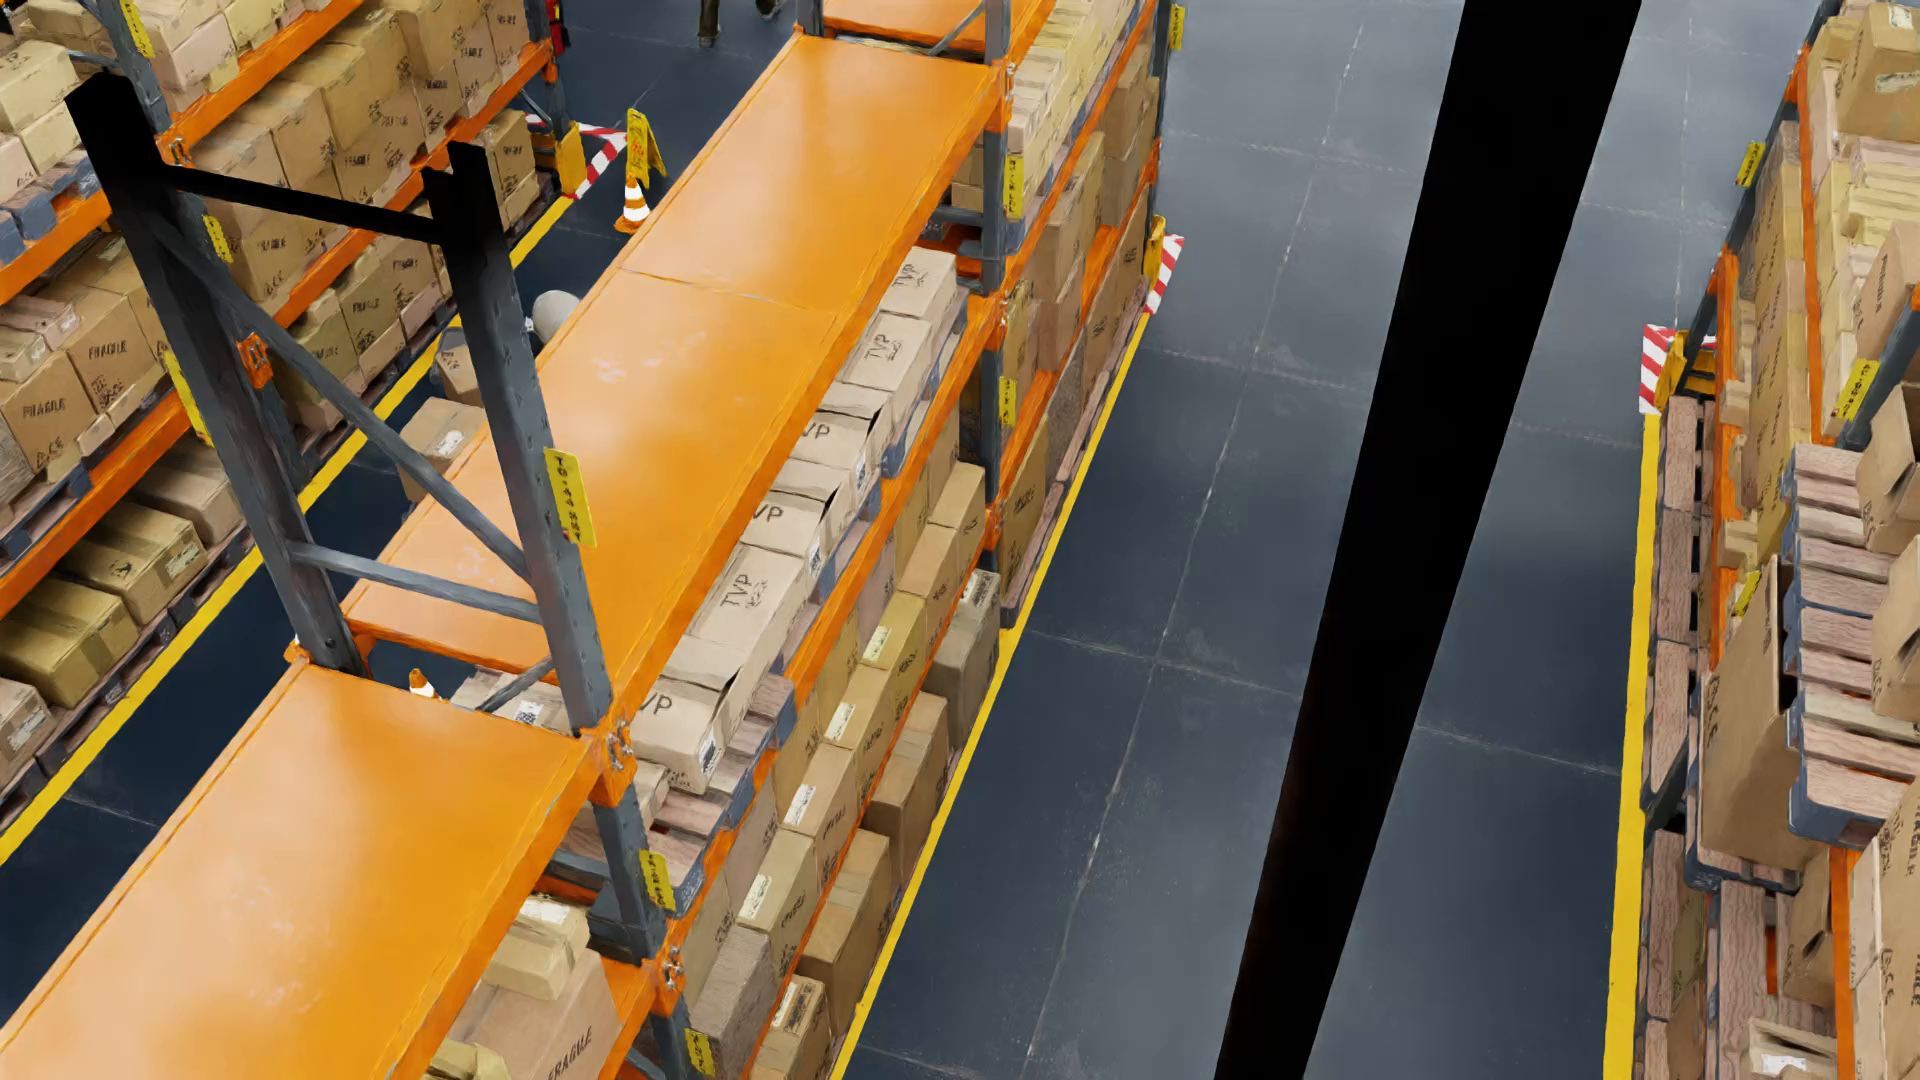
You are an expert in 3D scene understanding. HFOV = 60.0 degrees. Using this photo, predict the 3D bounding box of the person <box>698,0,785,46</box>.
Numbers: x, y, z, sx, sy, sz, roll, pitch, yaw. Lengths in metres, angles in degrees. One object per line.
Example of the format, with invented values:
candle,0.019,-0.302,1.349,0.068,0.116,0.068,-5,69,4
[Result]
person,-2.114,-5.536,15.323,0.573,1.715,1.103,20,49,18
